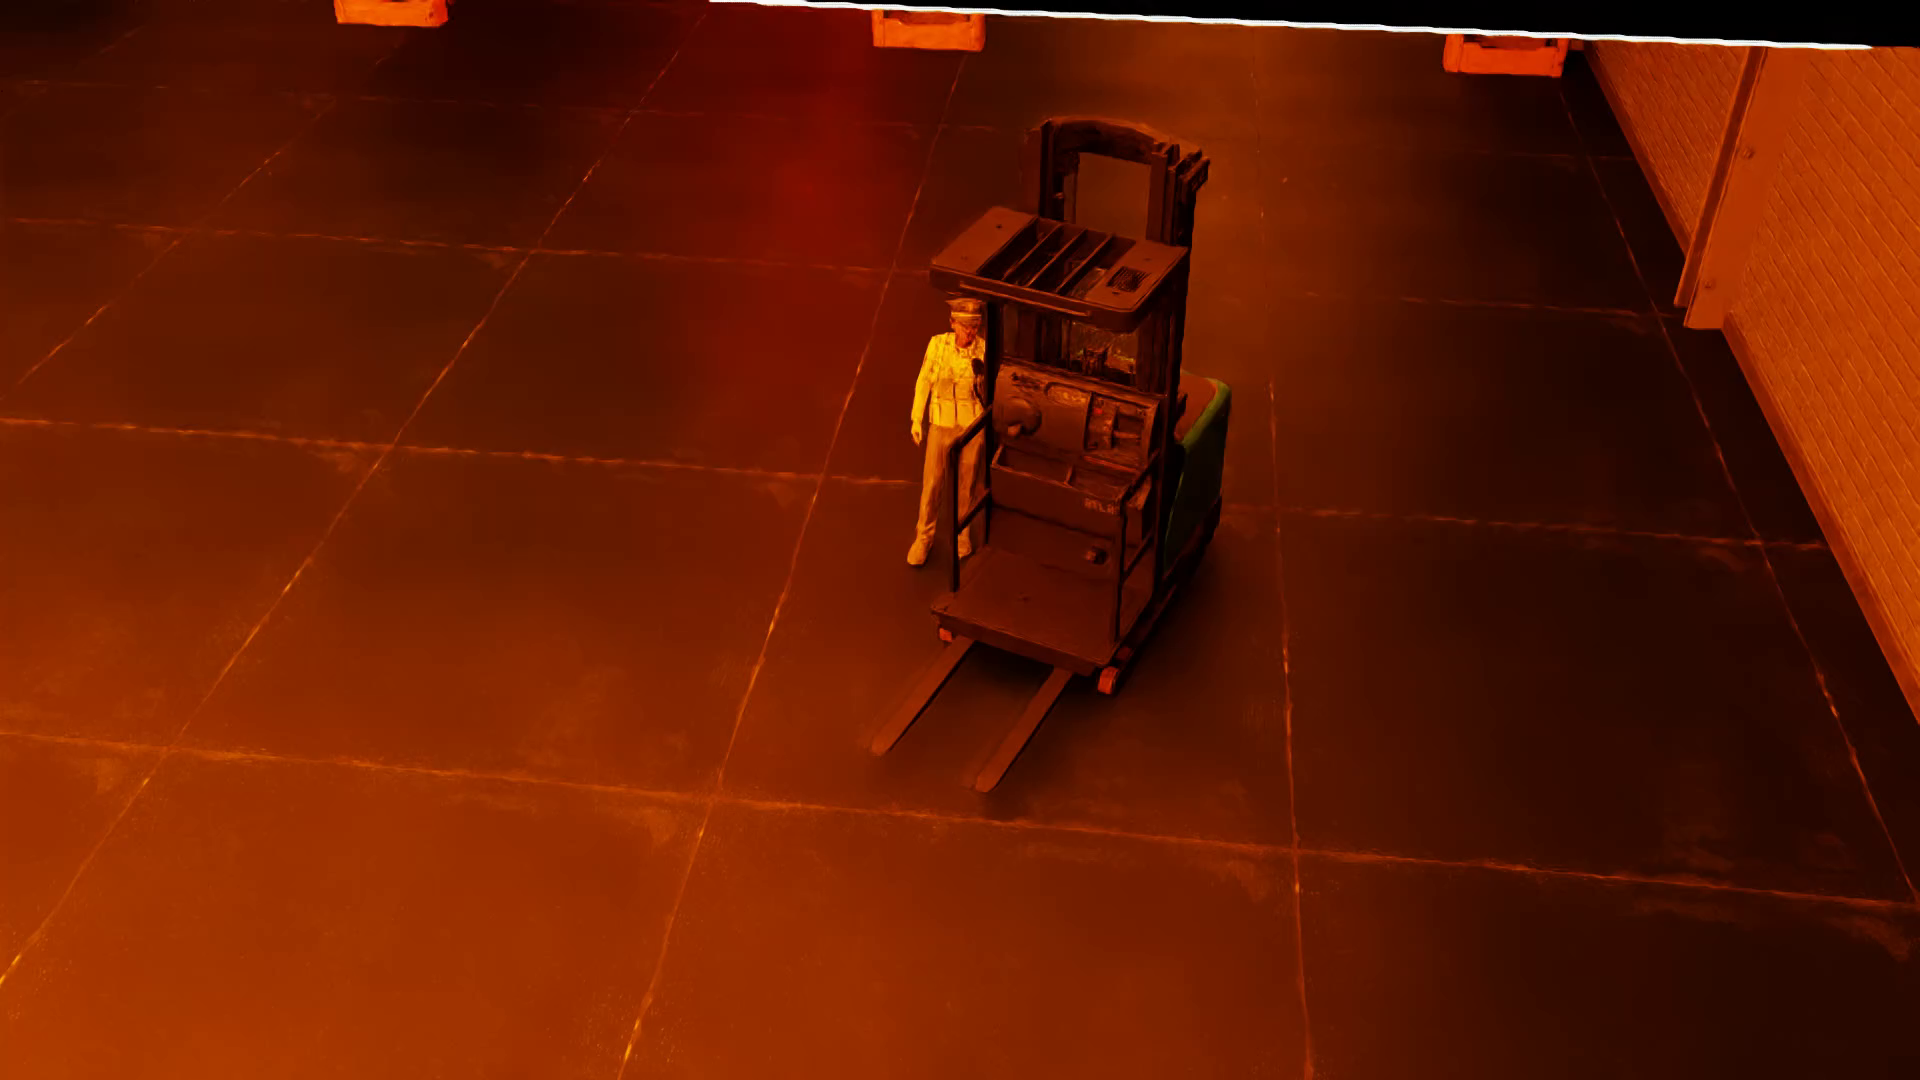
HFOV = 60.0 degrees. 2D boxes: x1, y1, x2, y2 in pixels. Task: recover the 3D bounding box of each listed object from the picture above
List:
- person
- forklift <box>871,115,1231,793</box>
[{"bbox_3d":[-0.015,-0.655,9.933,0.586,1.693,0.529,4,37,6],"label":"person"},{"bbox_3d":[0.523,-0.615,8.864,1.130,2.935,3.031,17,40,21],"label":"forklift"}]
